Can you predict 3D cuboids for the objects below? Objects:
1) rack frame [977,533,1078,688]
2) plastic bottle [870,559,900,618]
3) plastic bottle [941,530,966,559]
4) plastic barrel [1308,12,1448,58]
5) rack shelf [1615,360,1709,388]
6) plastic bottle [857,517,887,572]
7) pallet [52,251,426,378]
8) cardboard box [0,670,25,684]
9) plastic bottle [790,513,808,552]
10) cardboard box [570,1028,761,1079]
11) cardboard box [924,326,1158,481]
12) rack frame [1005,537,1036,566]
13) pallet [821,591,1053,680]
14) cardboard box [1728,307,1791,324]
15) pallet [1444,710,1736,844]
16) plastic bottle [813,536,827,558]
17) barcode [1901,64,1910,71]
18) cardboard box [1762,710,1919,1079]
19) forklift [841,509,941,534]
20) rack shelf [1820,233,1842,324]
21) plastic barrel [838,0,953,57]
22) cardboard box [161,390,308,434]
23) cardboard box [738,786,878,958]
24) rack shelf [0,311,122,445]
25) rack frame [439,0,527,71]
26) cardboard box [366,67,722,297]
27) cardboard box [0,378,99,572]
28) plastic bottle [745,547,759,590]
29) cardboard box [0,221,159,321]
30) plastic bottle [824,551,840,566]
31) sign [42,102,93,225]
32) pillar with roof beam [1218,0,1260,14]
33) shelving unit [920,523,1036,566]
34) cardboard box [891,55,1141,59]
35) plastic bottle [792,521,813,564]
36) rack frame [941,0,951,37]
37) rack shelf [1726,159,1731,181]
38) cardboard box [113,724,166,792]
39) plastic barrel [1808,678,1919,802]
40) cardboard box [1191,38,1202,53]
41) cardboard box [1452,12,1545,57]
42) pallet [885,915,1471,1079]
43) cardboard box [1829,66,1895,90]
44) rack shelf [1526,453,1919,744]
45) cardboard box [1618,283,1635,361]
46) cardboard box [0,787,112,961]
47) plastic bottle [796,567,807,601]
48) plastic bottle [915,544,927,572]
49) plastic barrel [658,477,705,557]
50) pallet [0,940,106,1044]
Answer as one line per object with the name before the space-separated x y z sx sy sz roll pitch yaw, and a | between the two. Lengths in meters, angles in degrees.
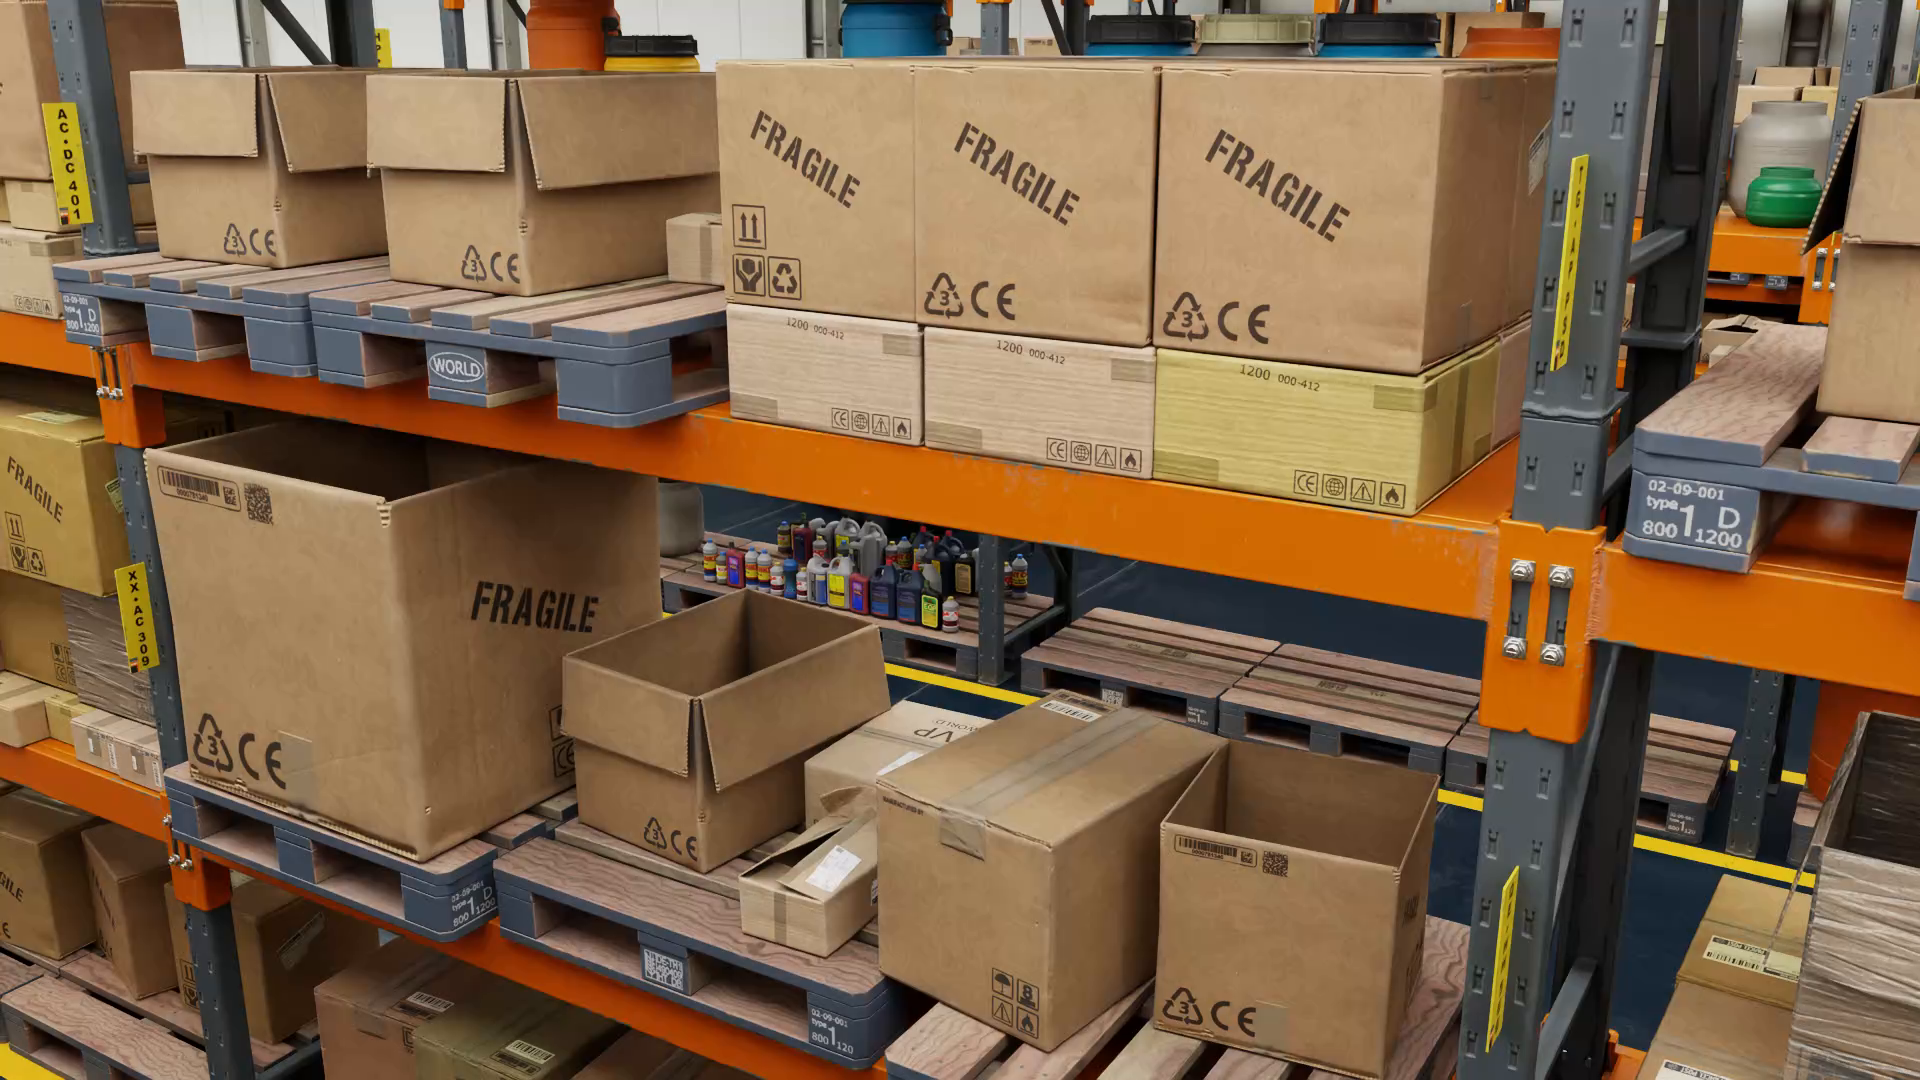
rack frame | 0.416 -0.716 9.576 0.127 3.000 1.000 10 20 30
plastic bottle | -0.447 0.286 10.081 0.185 0.351 0.144 9 19 27
plastic bottle | -0.054 0.116 10.640 0.185 0.351 0.144 11 20 32
plastic barrel | 2.078 -2.168 8.335 0.708 0.901 0.600 10 20 30
rack shelf | 4.716 -1.293 12.716 4.000 0.370 1.077 10 20 30
plastic bottle | -0.577 0.022 10.947 0.185 0.351 0.144 10 20 30
pallet | -1.705 -0.714 4.733 1.003 0.211 1.213 10 20 30
cardboard box | -3.318 0.497 6.016 0.250 0.149 0.380 10 20 30
plastic bottle | -1.089 -0.051 11.304 0.133 0.283 0.061 11 20 31
cardboard box | -0.790 1.758 4.978 0.500 0.500 0.700 8 19 25
cardboard box | 0.269 -0.328 3.396 0.500 0.250 0.500 10 20 30
rack frame | 0.429 -0.573 11.689 0.023 1.500 0.400 11 20 33
pallet | -0.134 0.506 10.352 1.213 0.211 1.003 10 20 30
cardboard box | 7.916 -2.133 16.496 0.500 0.250 0.500 11 20 31
pallet | 3.185 1.100 8.398 1.213 0.211 1.003 10 20 30
plastic bottle | -0.928 0.075 11.031 0.097 0.201 0.097 0 17 0
barcode | 8.981 -4.488 15.802 0.075 0.075 0.001 10 20 30
cardboard box | 1.847 0.707 2.995 0.637 0.503 0.797 11 20 32
forklift | -0.794 -1.822 13.336 1.130 2.935 3.031 -9 19 -28
rack shelf | 5.529 -0.894 6.240 4.000 0.370 1.077 10 20 30
plastic barrel | -0.376 -2.770 9.592 0.708 0.901 0.600 10 20 30
cardboard box | -2.426 -0.289 5.767 0.500 0.500 0.500 10 20 30
cardboard box | -0.330 0.796 4.108 0.258 0.266 0.396 9 19 29
rack shelf | -3.880 -0.884 6.208 4.000 0.370 1.077 10 20 30
rack frame | -2.992 -4.195 10.707 0.127 3.000 1.000 10 20 30
cardboard box | -1.024 -0.935 4.239 0.637 0.503 0.797 11 20 32
cardboard box | -3.130 -0.234 5.585 0.500 0.500 0.500 10 20 30
plastic bottle | -1.318 0.176 10.578 0.097 0.271 0.097 0 17 0
cardboard box | -2.701 -0.857 5.139 0.500 0.250 0.500 11 20 32
plastic bottle | -0.803 0.217 10.424 0.133 0.283 0.061 10 20 30
sign | -2.453 -1.036 4.580 0.005 0.325 0.100 10 20 30
pillar with roof beam | 0.989 -5.690 15.629 0.400 9.000 9.100 10 20 30
shelving unit | 0.129 -0.634 11.889 0.755 1.500 0.431 11 20 33
cardboard box | 0.104 -0.891 3.960 0.500 0.500 0.500 9 19 28
plastic bottle | -1.053 0.008 11.112 0.133 0.283 0.061 10 20 30
rack frame | -0.397 -5.421 14.744 0.127 3.000 1.000 10 20 30
rack shelf | 4.716 -2.729 12.280 4.000 0.370 1.077 10 20 30
cardboard box | -2.513 0.671 5.442 0.250 0.149 0.380 10 20 30
plastic barrel | 4.251 0.800 7.596 0.708 0.830 0.600 10 20 30
cardboard box | 1.675 -3.976 14.008 0.637 0.503 0.797 13 21 36
cardboard box | 4.014 -3.681 12.421 0.500 0.500 0.500 12 21 35
pallet | 0.570 1.129 3.833 1.003 0.211 1.213 10 20 30
cardboard box | 8.516 -4.220 15.745 0.500 0.500 0.500 10 20 30
rack shelf | 2.937 0.333 2.202 4.000 0.370 1.077 10 20 30
cardboard box | 4.982 -1.632 12.422 0.500 0.500 0.500 9 19 27
cardboard box | -3.558 1.275 6.600 0.500 0.500 0.500 8 19 25
plastic bottle | -0.973 0.271 10.386 0.097 0.201 0.097 0 17 0
plastic bottle | -0.241 0.162 10.625 0.097 0.271 0.097 0 17 0
plastic barrel | -1.964 -0.177 11.361 0.421 0.512 0.421 0 17 0
pallet | -3.810 1.567 6.861 1.213 0.211 1.003 10 20 30
